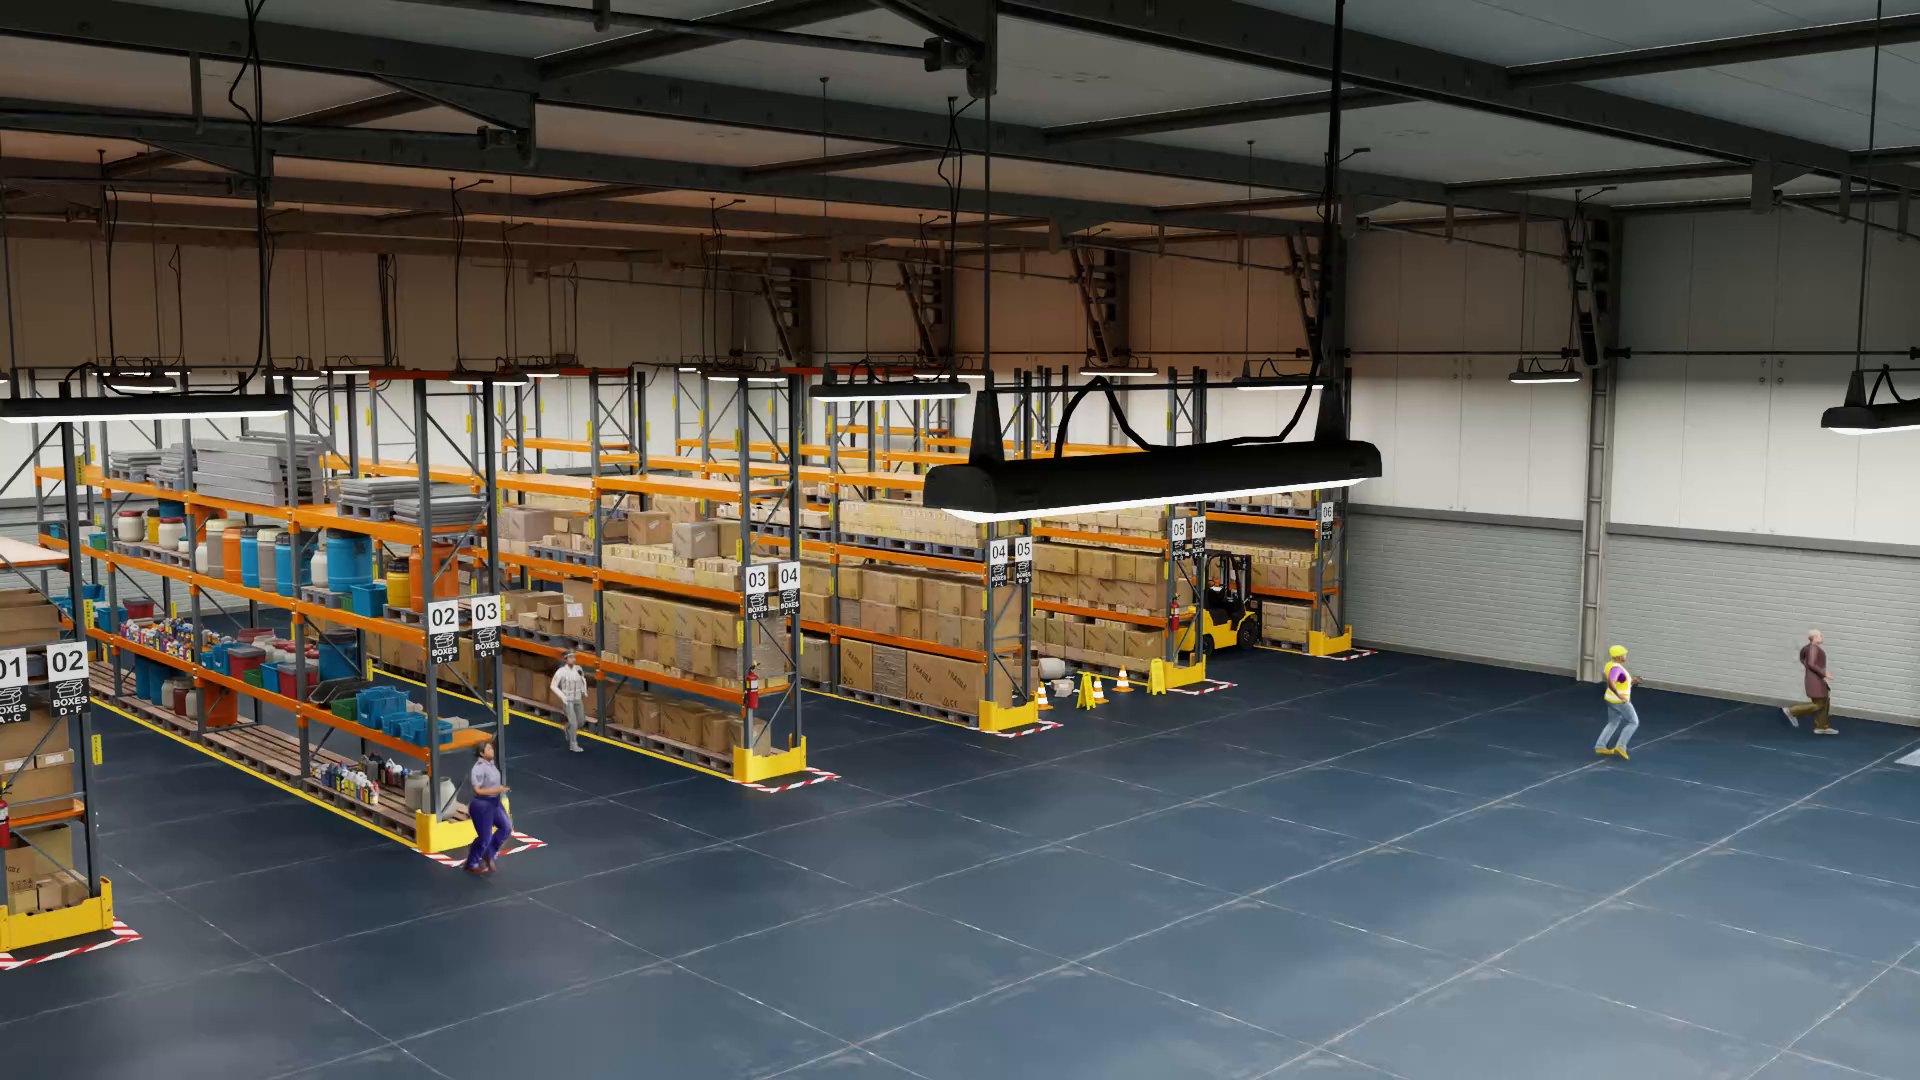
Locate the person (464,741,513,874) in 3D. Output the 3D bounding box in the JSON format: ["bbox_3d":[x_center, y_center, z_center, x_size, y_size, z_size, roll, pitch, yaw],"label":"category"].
[{"bbox_3d":[-5.721,3.263,20.186,0.596,1.662,0.604,0,6,3],"label":"person"}]

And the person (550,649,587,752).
[{"bbox_3d":[-6.193,2.532,26.414,0.606,1.654,0.580,-6,9,-44],"label":"person"}]

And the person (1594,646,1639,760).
[{"bbox_3d":[10.284,2.540,25.927,0.696,1.809,0.674,0,6,-2],"label":"person"}]

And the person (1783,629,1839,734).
[{"bbox_3d":[14.144,2.348,27.584,0.865,1.745,0.726,2,7,20],"label":"person"}]
